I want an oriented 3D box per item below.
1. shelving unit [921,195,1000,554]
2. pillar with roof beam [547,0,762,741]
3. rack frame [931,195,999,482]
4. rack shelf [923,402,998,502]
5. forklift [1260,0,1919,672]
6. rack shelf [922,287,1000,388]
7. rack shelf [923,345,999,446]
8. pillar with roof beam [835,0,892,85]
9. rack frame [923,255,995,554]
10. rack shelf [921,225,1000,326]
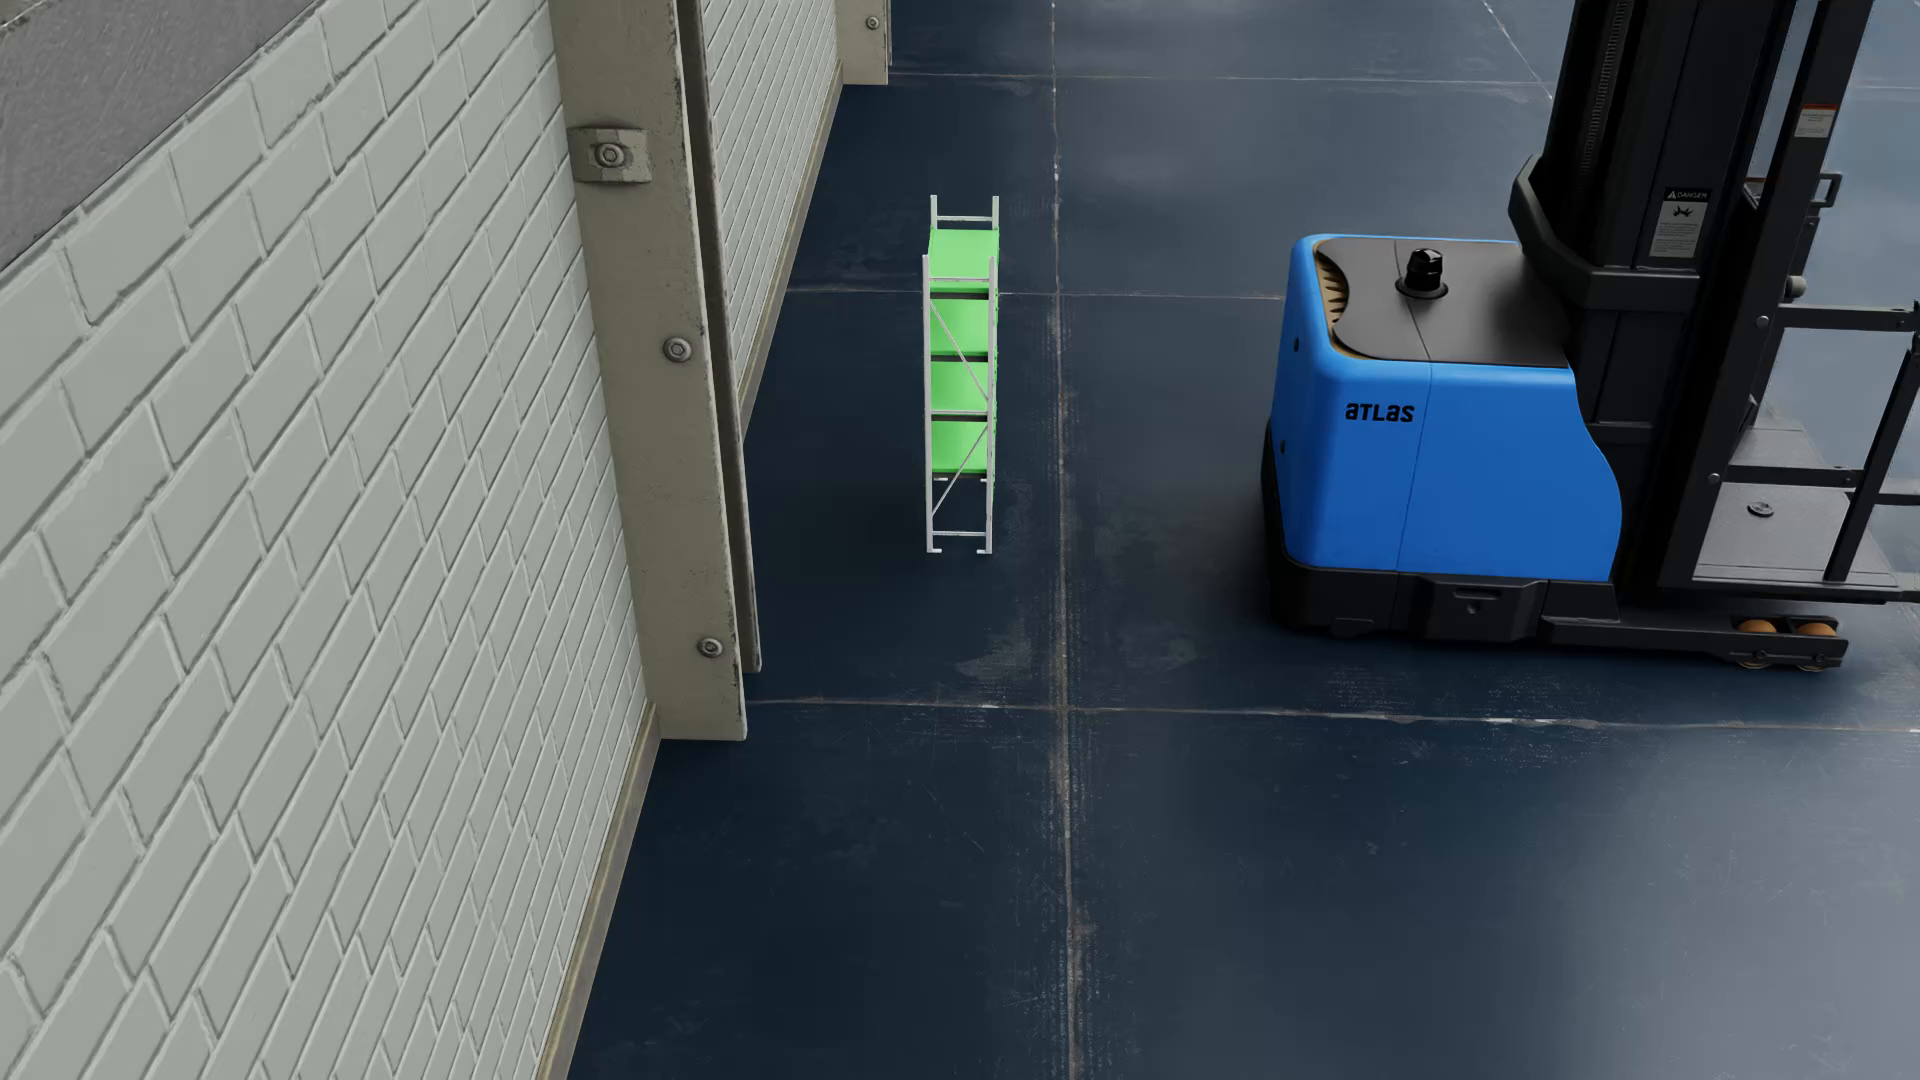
[{"bbox_3d":[0.007,-0.586,6.040,0.258,1.200,0.503,1,35,2],"label":"shelving unit"},{"bbox_3d":[3.465,-3.056,2.773,9.100,9.000,0.400,1,35,2],"label":"pillar with roof beam"},{"bbox_3d":[0.016,-0.726,6.240,0.240,1.200,0.015,1,35,2],"label":"rack frame"},{"bbox_3d":[0.007,-0.337,6.215,0.258,0.148,0.480,1,35,2],"label":"rack shelf"},{"bbox_3d":[2.643,-1.075,5.230,3.031,2.935,1.130,3,35,4],"label":"forklift"},{"bbox_3d":[0.007,-0.730,5.939,0.258,0.148,0.480,1,35,2],"label":"rack shelf"},{"bbox_3d":[0.007,-0.534,6.077,0.258,0.148,0.480,1,35,2],"label":"rack shelf"},{"bbox_3d":[3.706,-6.504,7.678,9.100,9.000,0.400,1,35,2],"label":"pillar with roof beam"},{"bbox_3d":[-0.003,-0.446,5.841,0.240,1.200,0.015,1,35,2],"label":"rack frame"},{"bbox_3d":[0.007,-0.926,5.801,0.258,0.148,0.480,1,35,2],"label":"rack shelf"}]
